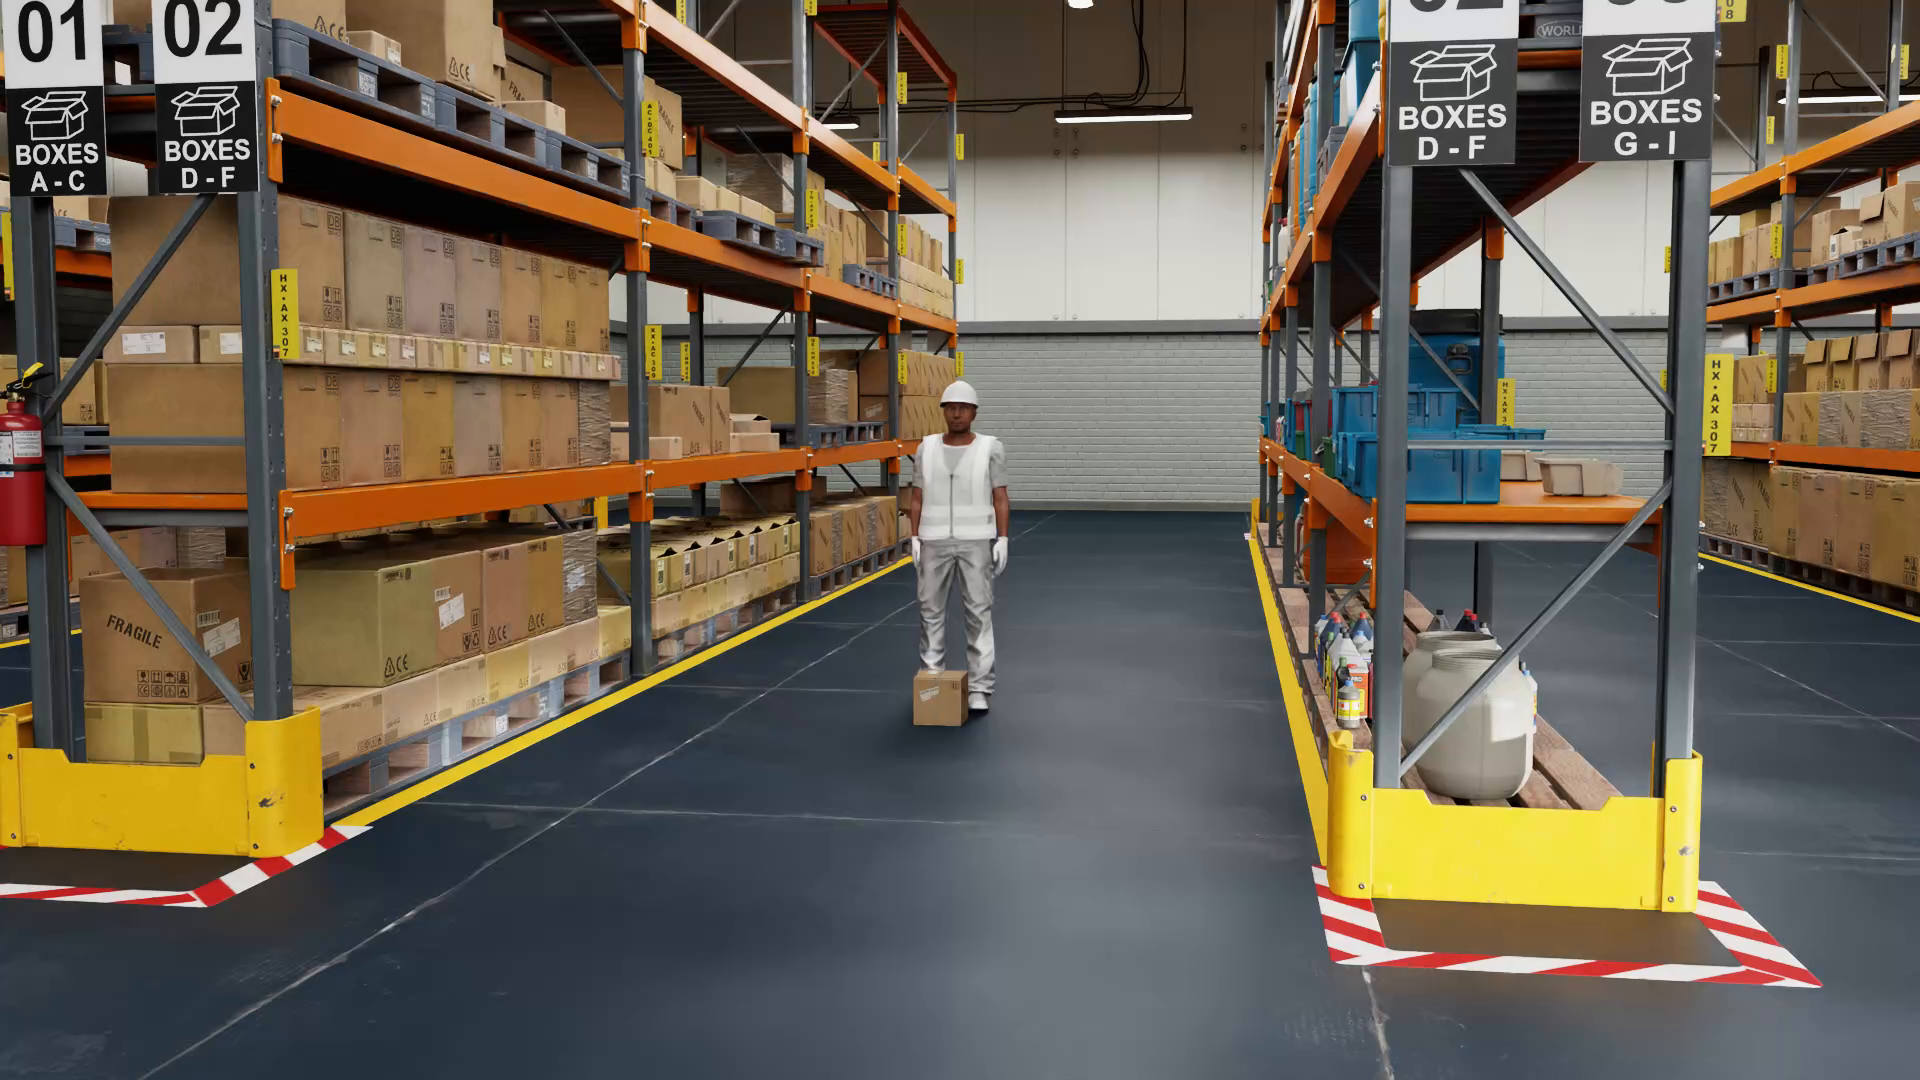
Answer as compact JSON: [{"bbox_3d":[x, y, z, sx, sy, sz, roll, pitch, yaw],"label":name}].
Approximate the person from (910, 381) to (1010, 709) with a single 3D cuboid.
[{"bbox_3d":[-0.013,0.040,9.089,0.555,1.810,0.459,1,4,10],"label":"person"}]
